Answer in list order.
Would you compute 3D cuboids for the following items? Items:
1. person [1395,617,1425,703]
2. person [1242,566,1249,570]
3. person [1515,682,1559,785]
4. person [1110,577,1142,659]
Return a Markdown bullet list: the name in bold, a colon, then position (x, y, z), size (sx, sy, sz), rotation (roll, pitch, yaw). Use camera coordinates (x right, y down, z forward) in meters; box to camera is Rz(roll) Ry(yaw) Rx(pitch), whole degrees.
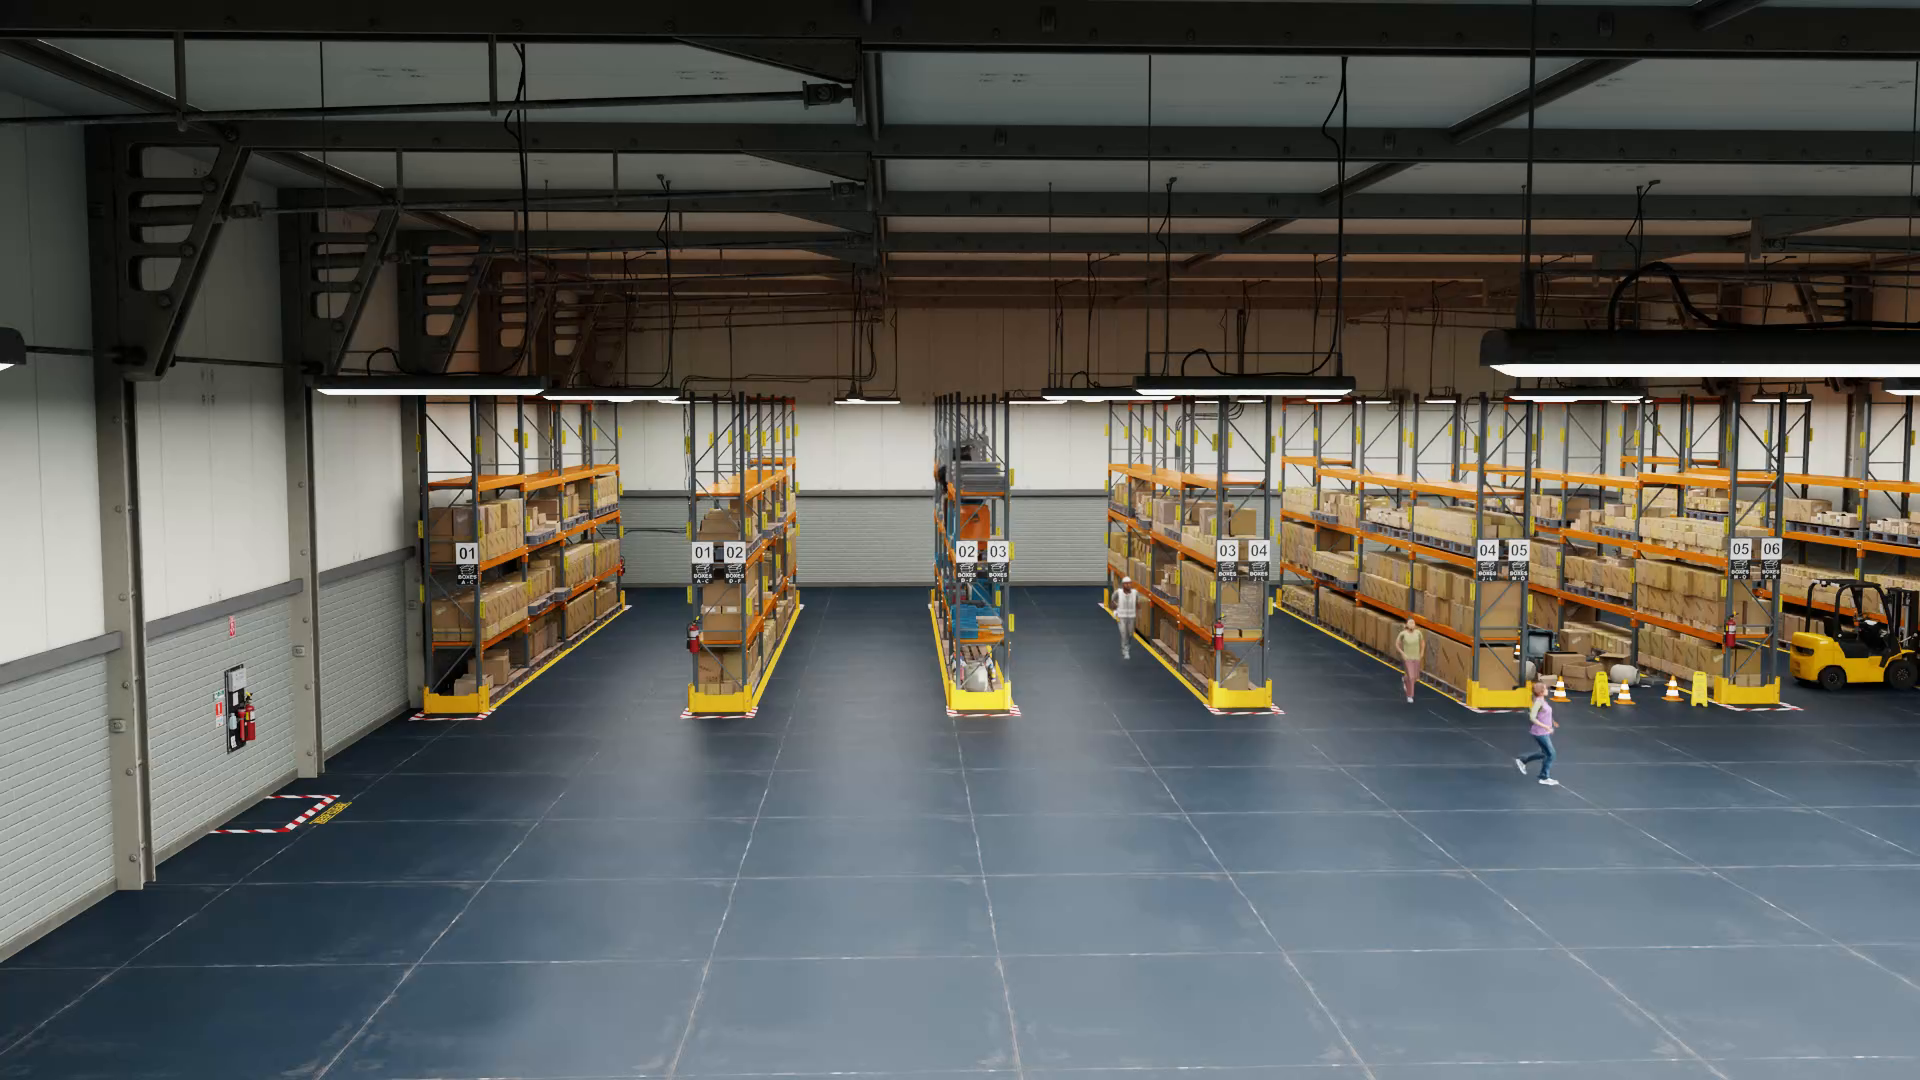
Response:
- **person**: position (8.773, 2.314, 32.473), size (0.586, 1.652, 0.626), rotation (0, 5, -3)
- **person**: position (7.932, 1.144, 47.017), size (0.625, 1.630, 0.670), rotation (1, 5, 11)
- **person**: position (8.763, 2.925, 25.237), size (0.637, 1.551, 0.540), rotation (2, 5, 26)
- **person**: position (3.603, 1.672, 36.137), size (0.663, 1.764, 0.728), rotation (0, 5, -5)
